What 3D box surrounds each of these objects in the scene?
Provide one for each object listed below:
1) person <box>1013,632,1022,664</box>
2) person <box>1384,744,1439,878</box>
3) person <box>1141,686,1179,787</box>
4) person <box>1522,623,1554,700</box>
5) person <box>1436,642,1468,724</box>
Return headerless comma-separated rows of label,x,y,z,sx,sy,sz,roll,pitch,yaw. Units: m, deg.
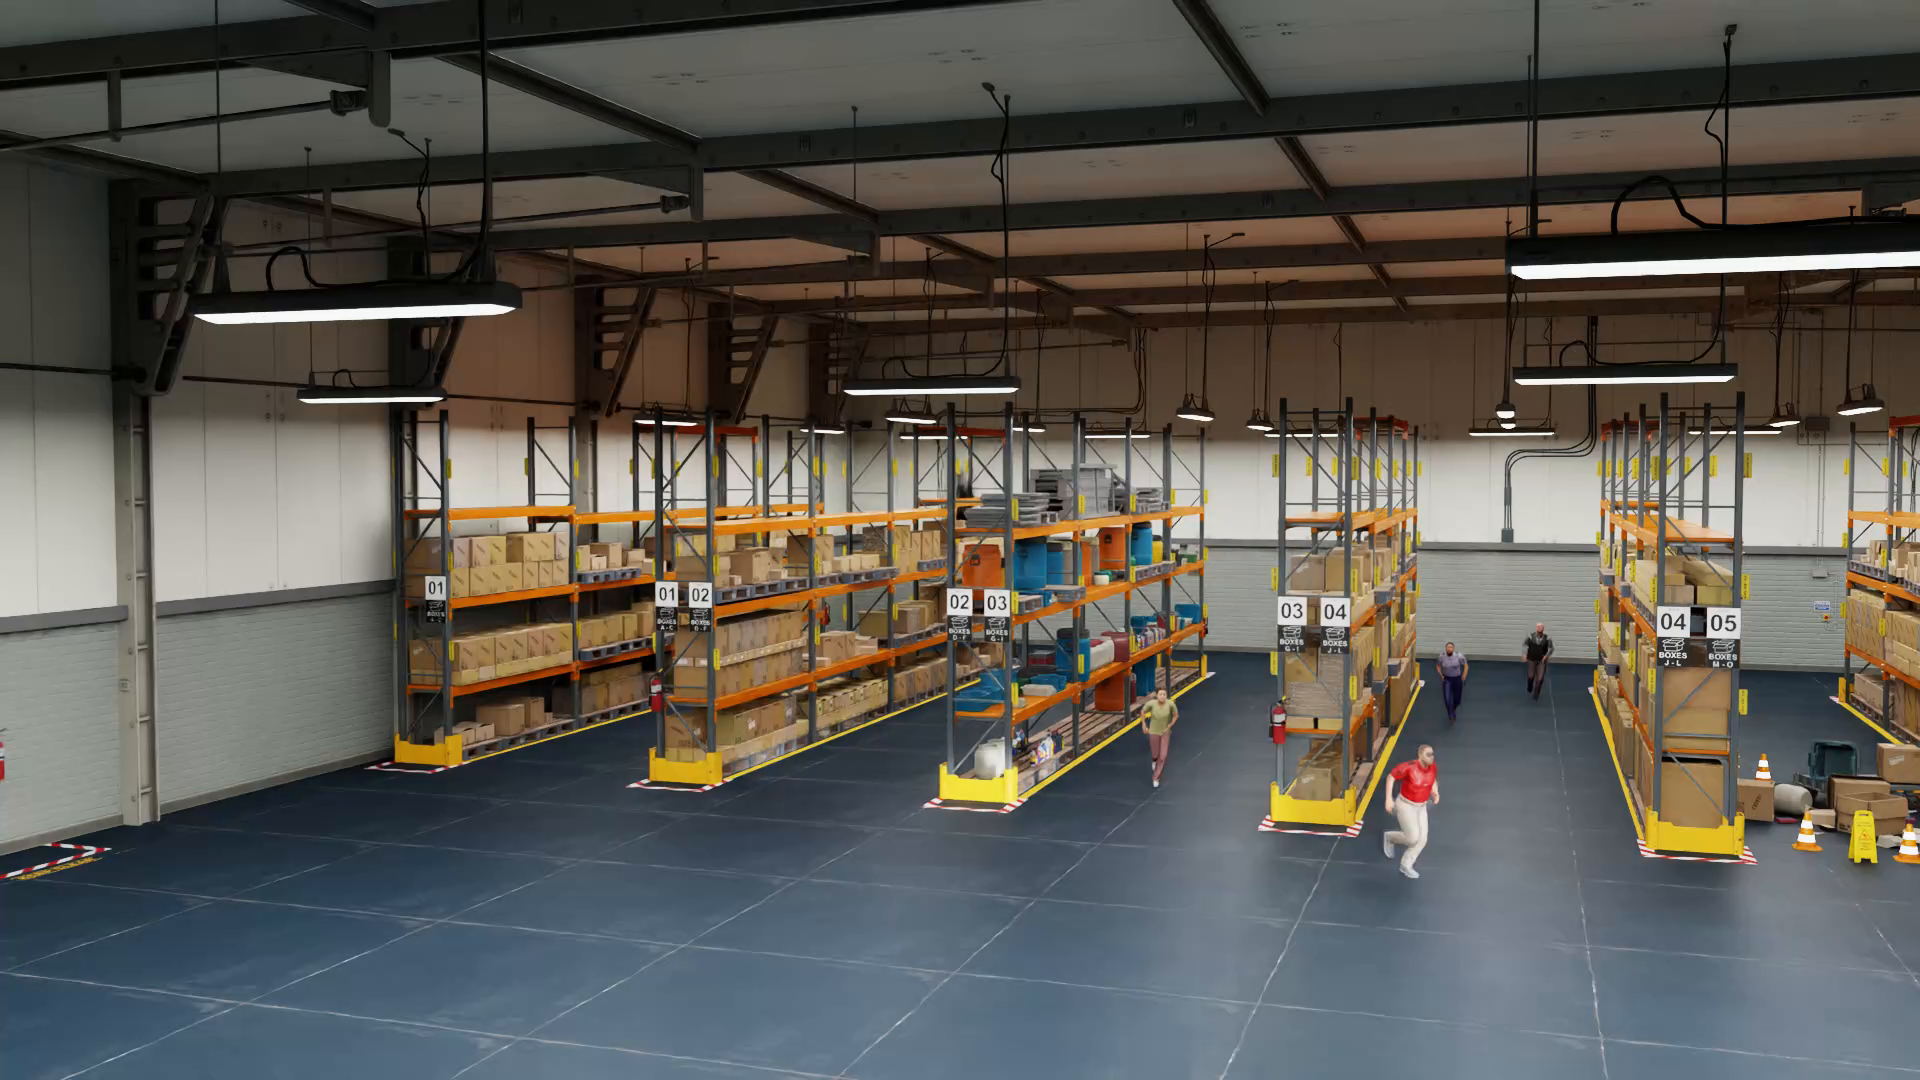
person,1.079,2.267,42.626,0.993,1.802,0.705,2,3,36
person,5.561,3.316,20.498,0.655,1.663,0.764,-2,3,-32
person,3.166,3.092,26.395,0.574,1.604,0.731,0,2,-4
person,12.566,2.628,36.165,0.664,1.677,0.588,1,3,21
person,9.737,2.817,32.931,0.620,1.635,0.790,1,3,18
